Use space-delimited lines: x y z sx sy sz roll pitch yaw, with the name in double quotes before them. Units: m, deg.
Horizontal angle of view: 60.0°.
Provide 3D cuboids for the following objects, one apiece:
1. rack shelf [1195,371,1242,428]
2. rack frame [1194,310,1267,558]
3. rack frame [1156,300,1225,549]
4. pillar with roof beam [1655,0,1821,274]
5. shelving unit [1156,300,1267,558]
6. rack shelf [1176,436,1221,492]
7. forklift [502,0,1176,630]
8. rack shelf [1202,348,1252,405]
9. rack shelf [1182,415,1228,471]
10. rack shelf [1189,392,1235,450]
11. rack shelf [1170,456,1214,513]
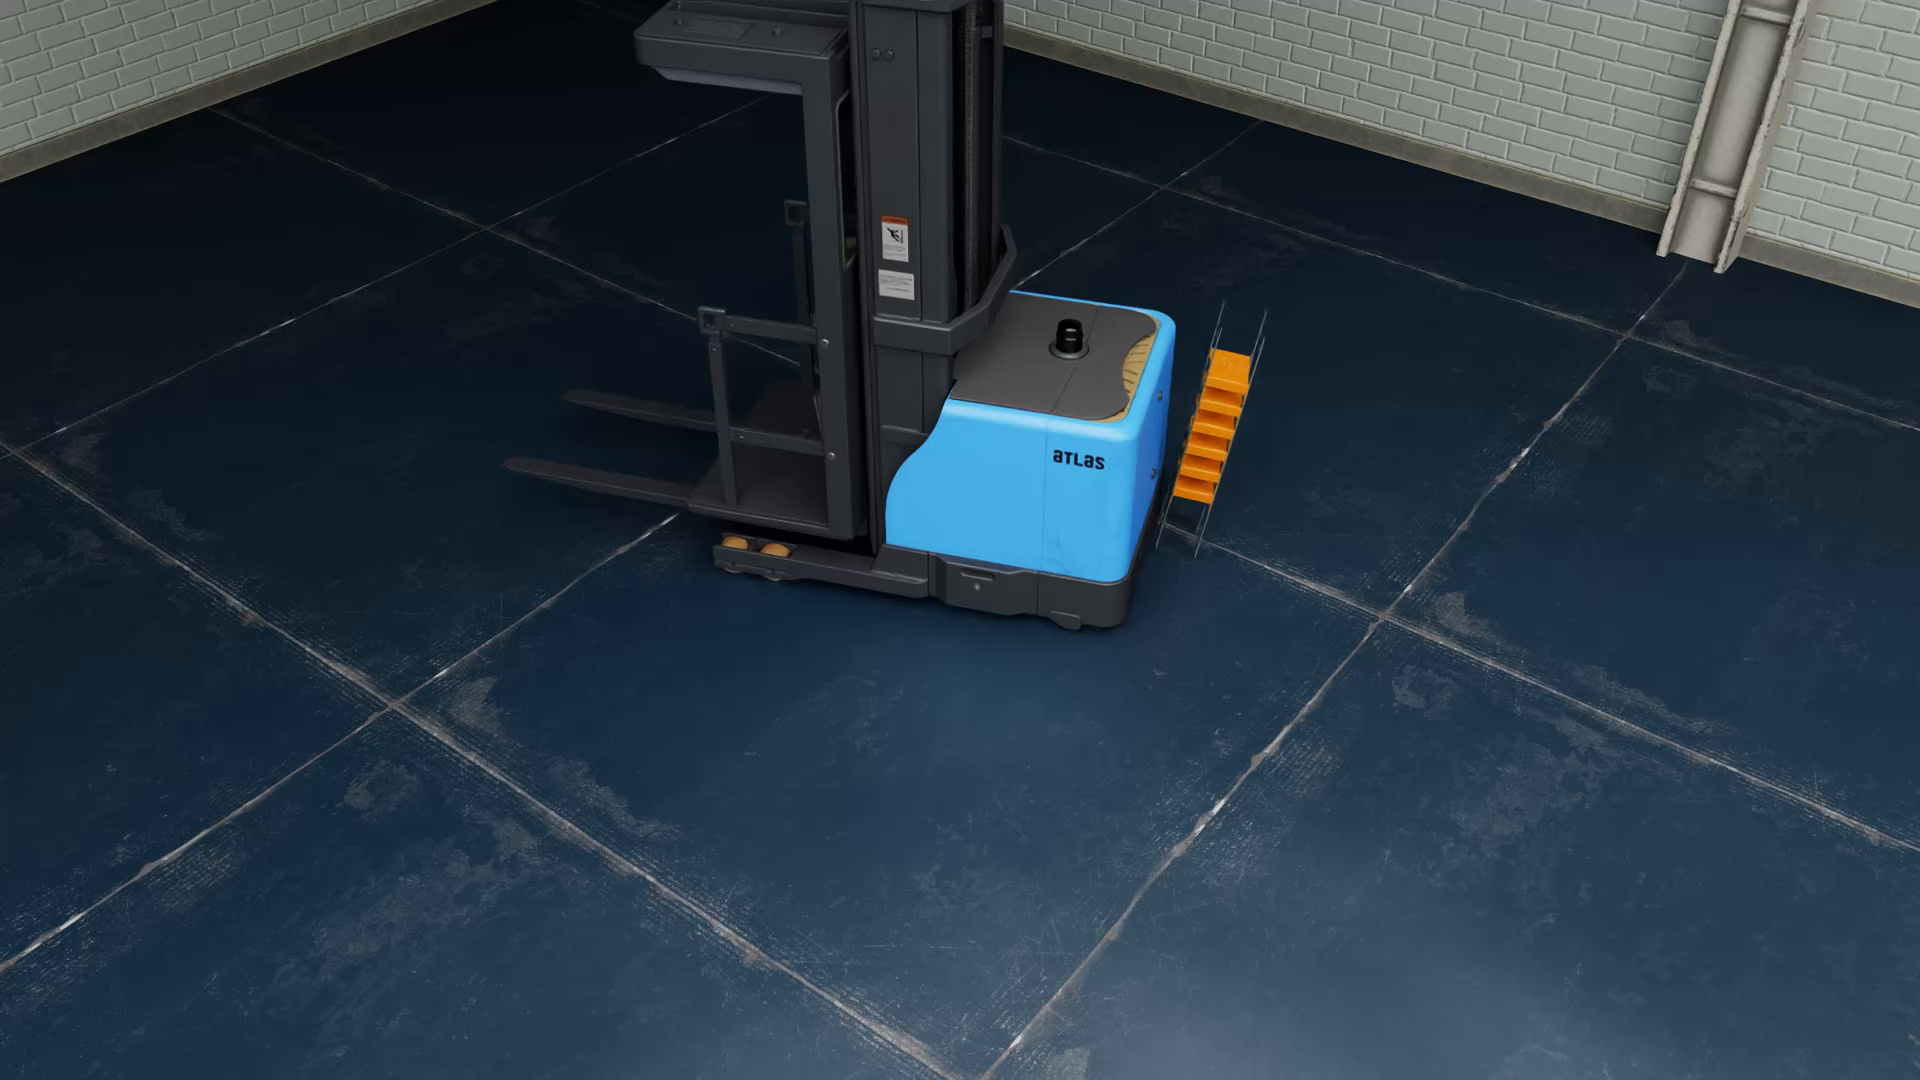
"rack shelf" 1.133 -0.619 7.241 0.180 0.103 0.258 13 39 2
"rack frame" 1.192 -0.449 7.360 0.006 1.200 0.240 13 39 2
"rack frame" 1.014 -0.491 7.368 0.006 1.200 0.240 13 39 2
"pillar with roof beam" 1.787 -3.143 4.465 0.400 9.000 9.100 25 45 29
"shelving unit" 1.103 -0.470 7.364 0.189 1.200 0.258 13 39 2
"rack shelf" 1.078 -0.345 7.467 0.180 0.103 0.258 13 39 2
"forklift" -0.616 -1.273 6.999 3.031 2.935 1.130 10 39 13
"rack shelf" 1.151 -0.710 7.165 0.180 0.103 0.258 13 39 2
"rack shelf" 1.097 -0.436 7.392 0.180 0.103 0.258 13 39 2
"rack shelf" 1.115 -0.528 7.316 0.180 0.103 0.258 13 39 2
"rack shelf" 1.060 -0.253 7.543 0.180 0.103 0.258 13 39 2
